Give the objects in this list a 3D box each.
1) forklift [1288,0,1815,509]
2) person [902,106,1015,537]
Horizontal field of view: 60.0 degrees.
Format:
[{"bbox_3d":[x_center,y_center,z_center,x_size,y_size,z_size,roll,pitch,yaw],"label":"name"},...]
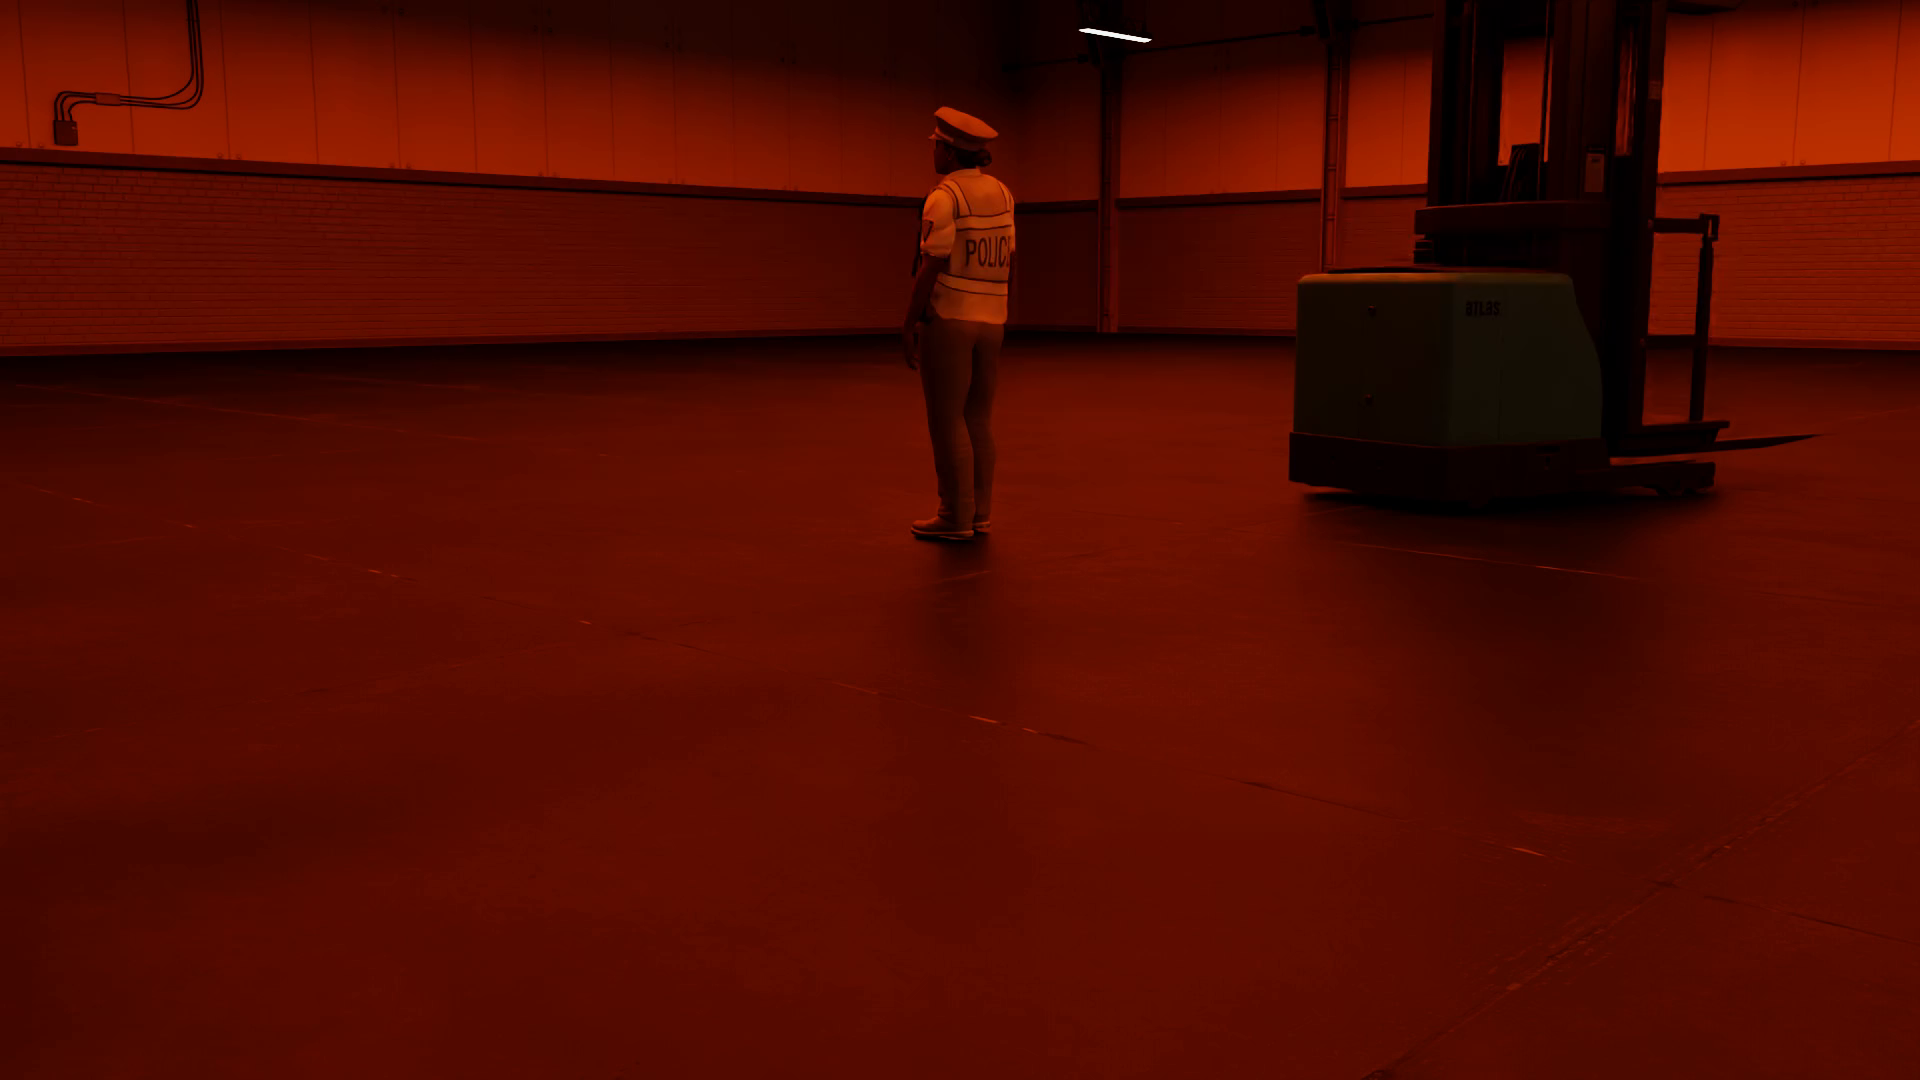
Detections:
[{"bbox_3d":[3.148,-1.723,8.319,3.031,2.935,1.130,-5,10,-30],"label":"forklift"},{"bbox_3d":[-0.040,-0.855,6.656,0.528,1.695,0.569,8,12,43],"label":"person"}]
